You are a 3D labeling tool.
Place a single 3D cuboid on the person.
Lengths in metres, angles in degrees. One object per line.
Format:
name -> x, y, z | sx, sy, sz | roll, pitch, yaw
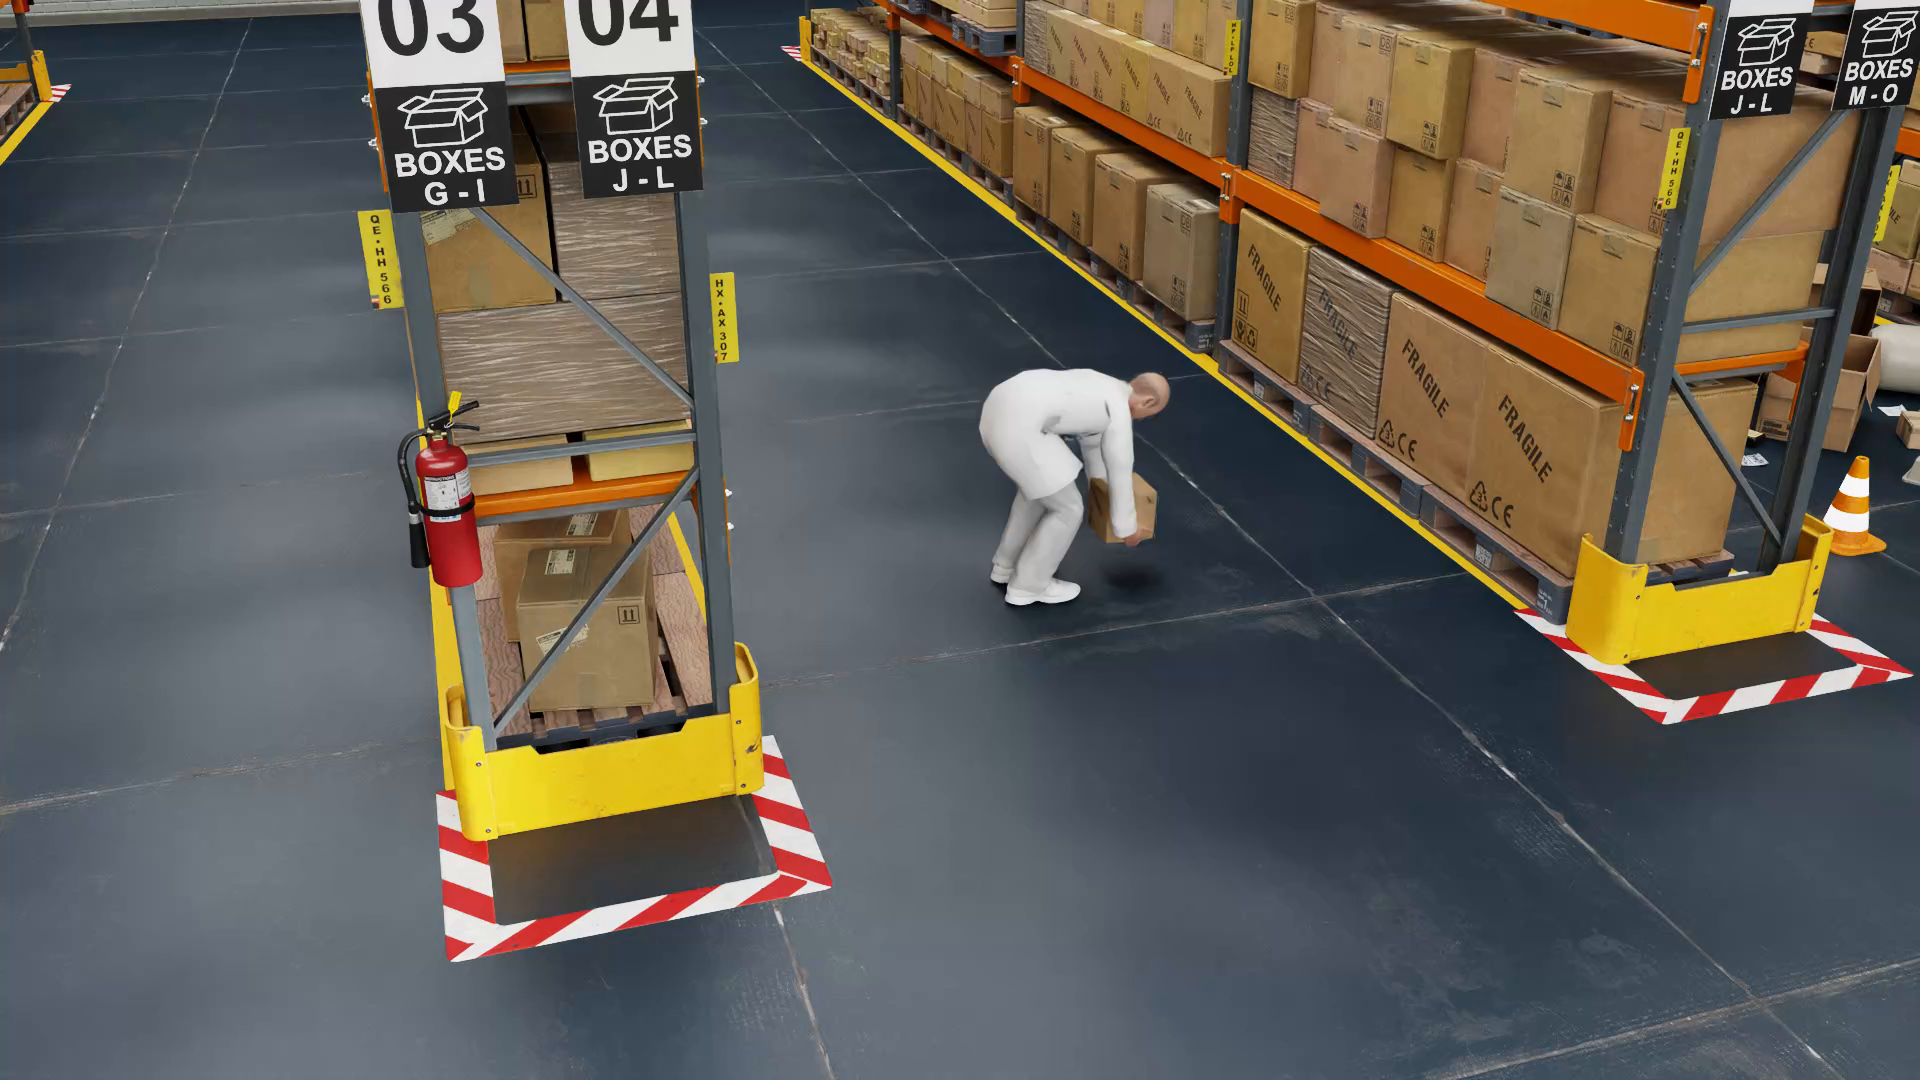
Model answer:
person -> 0.557, -0.297, 7.997 | 0.950, 1.113, 0.574 | -9, 27, -18
